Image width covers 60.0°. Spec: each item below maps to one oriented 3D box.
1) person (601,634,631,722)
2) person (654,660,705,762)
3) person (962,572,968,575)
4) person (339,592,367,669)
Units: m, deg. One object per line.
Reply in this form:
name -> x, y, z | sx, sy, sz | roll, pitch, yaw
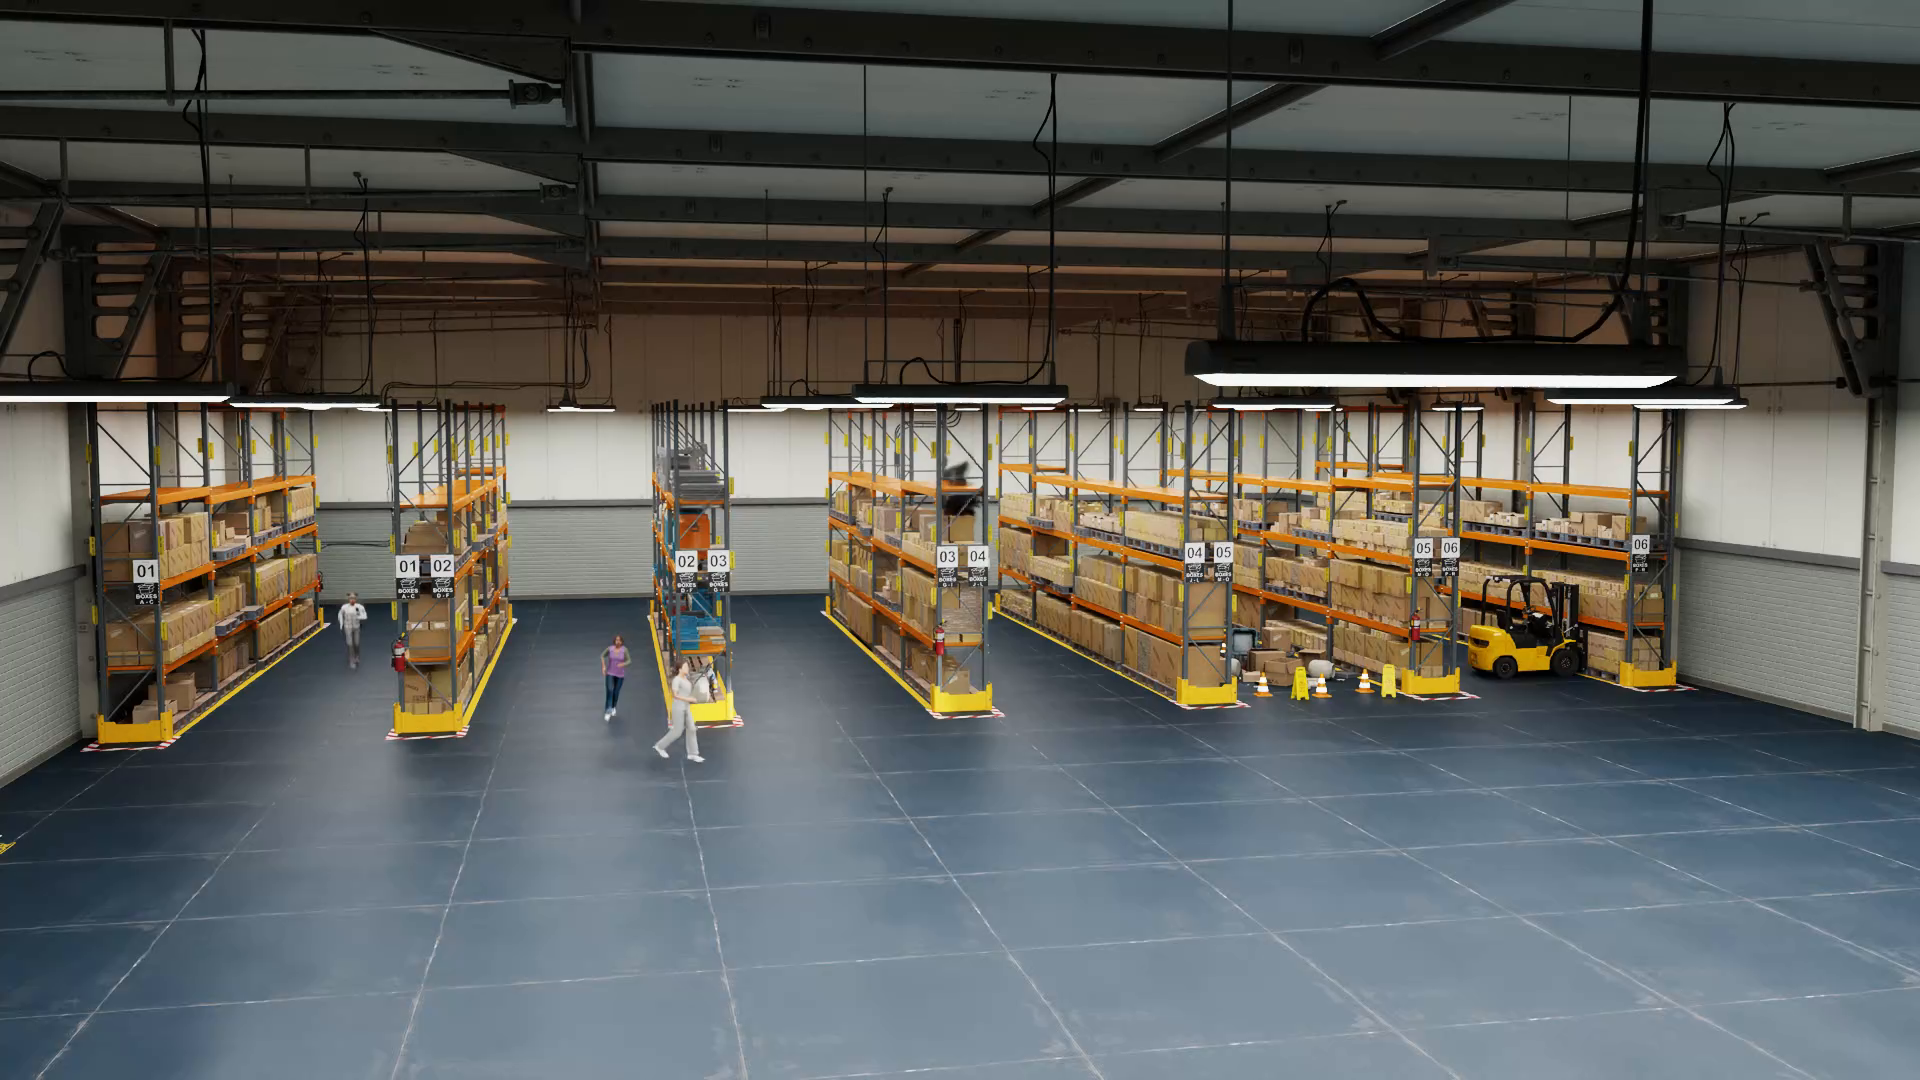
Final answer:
person -> -6.478, 2.577, 31.341 | 0.549, 1.625, 0.743 | -1, 4, -16
person -> -4.630, 2.823, 27.458 | 0.848, 1.679, 0.587 | 1, 4, 13
person -> -0.042, 1.250, 47.904 | 0.702, 1.769, 0.823 | 1, 4, 16
person -> -13.727, 2.016, 37.638 | 0.600, 1.699, 0.894 | -2, 5, -19
